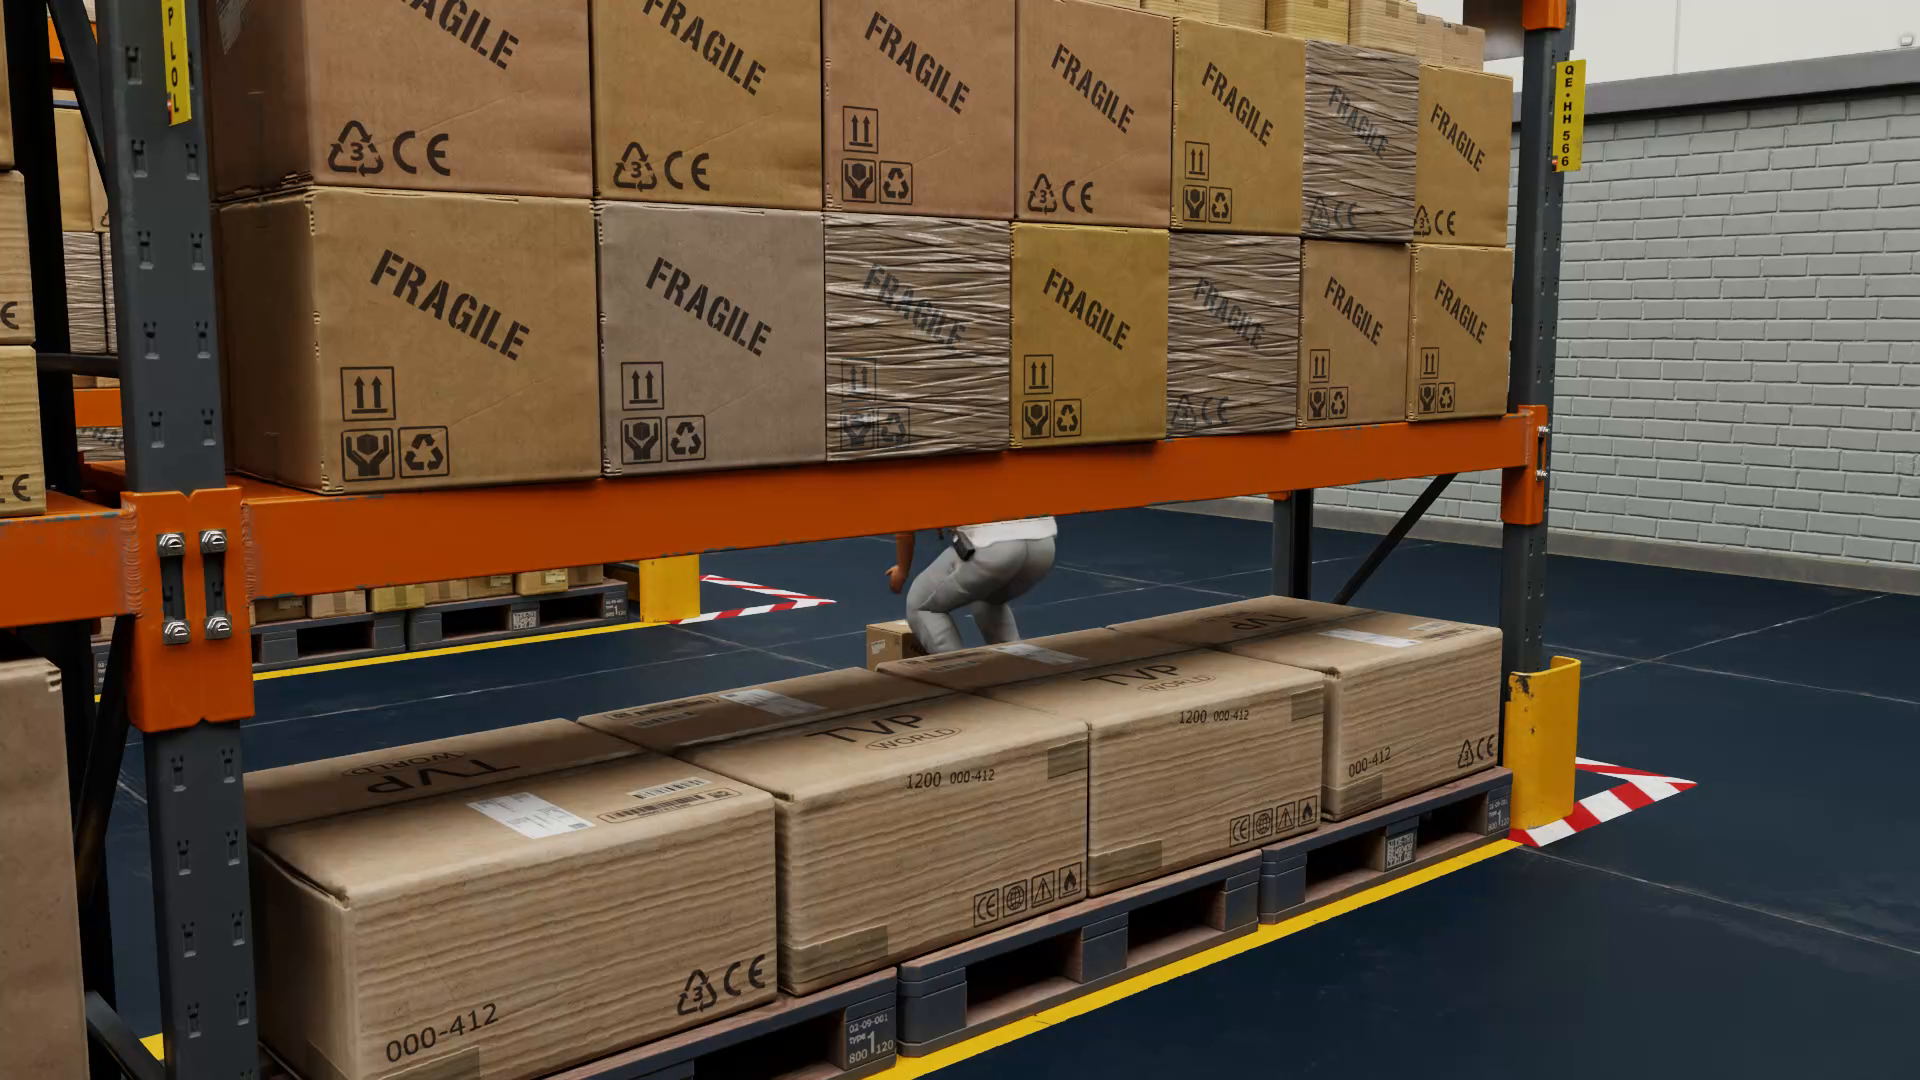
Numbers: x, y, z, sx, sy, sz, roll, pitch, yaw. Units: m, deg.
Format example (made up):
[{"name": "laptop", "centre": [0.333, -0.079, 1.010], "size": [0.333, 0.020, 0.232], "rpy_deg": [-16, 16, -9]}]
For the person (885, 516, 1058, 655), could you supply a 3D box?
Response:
[{"name": "person", "centre": [0.019, 0.049, 6.971], "size": [0.540, 1.265, 0.786], "rpy_deg": [-7, 10, -41]}]
